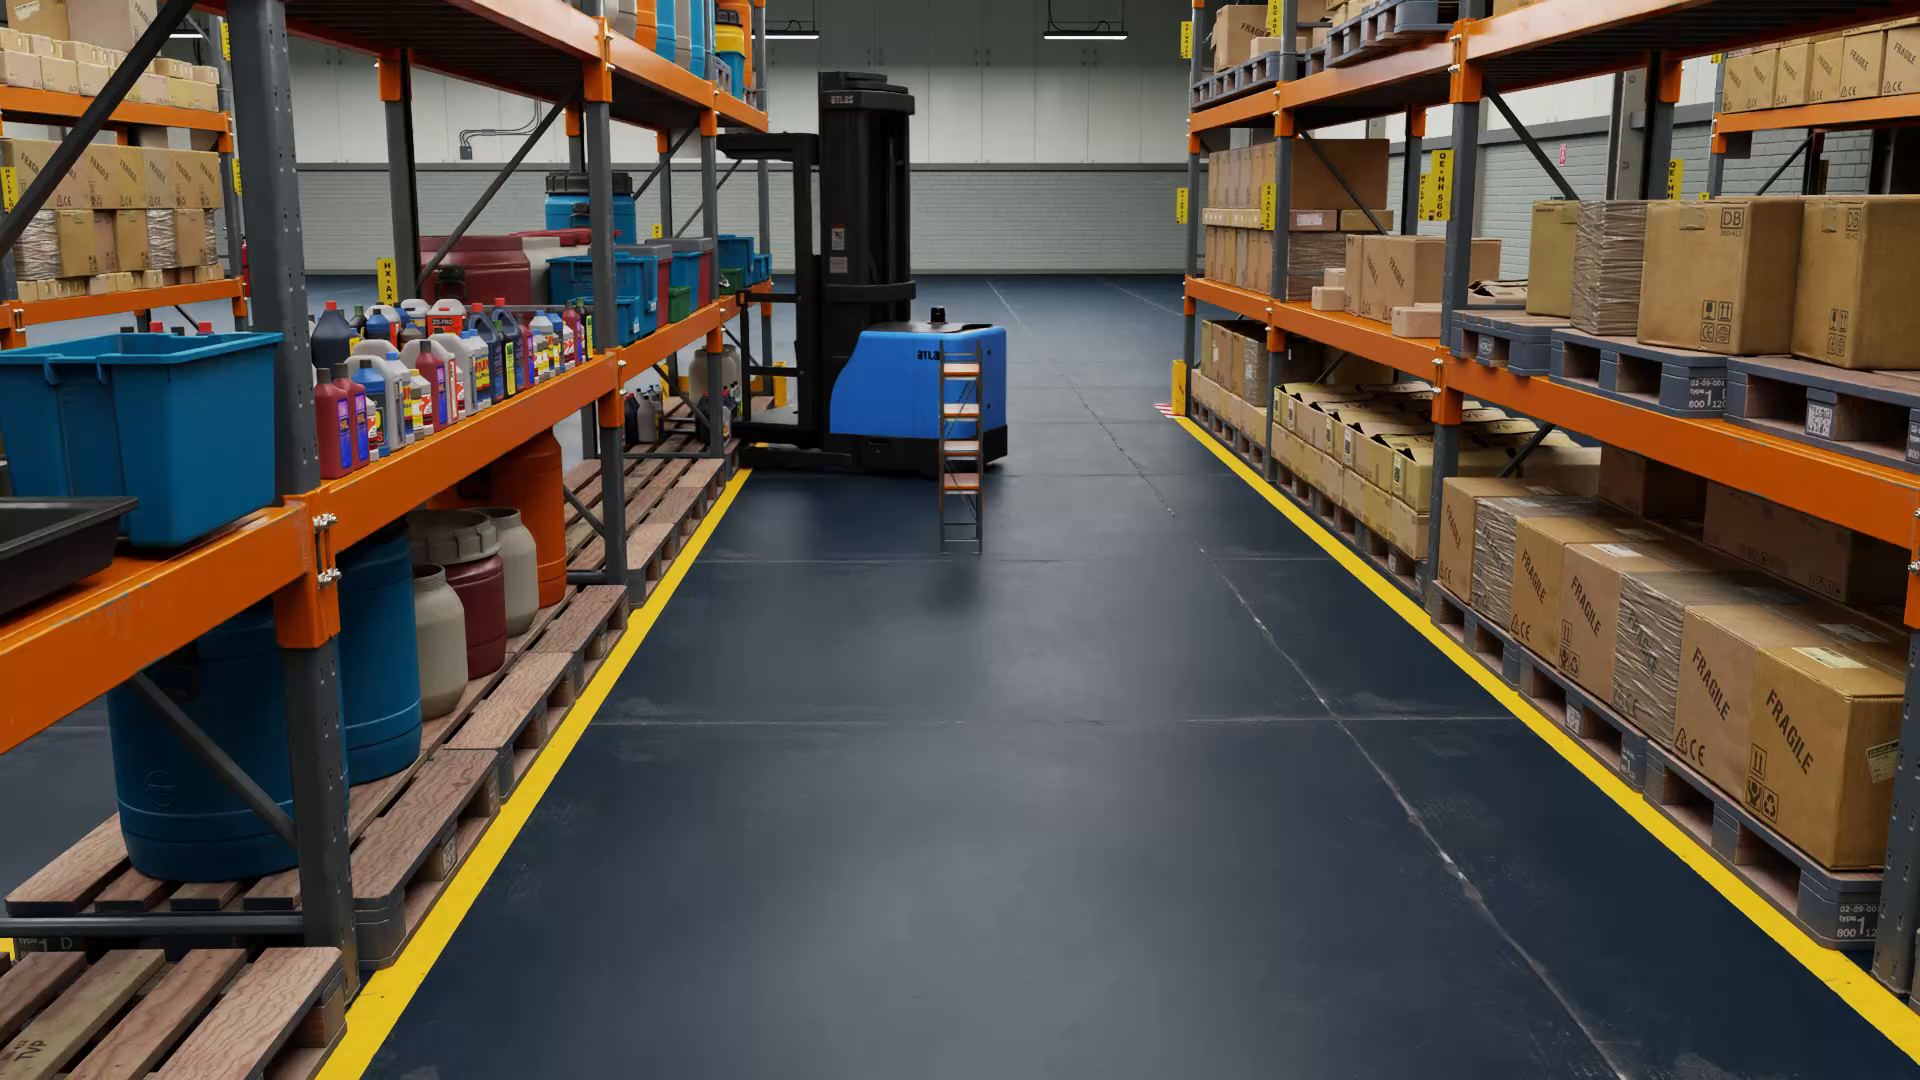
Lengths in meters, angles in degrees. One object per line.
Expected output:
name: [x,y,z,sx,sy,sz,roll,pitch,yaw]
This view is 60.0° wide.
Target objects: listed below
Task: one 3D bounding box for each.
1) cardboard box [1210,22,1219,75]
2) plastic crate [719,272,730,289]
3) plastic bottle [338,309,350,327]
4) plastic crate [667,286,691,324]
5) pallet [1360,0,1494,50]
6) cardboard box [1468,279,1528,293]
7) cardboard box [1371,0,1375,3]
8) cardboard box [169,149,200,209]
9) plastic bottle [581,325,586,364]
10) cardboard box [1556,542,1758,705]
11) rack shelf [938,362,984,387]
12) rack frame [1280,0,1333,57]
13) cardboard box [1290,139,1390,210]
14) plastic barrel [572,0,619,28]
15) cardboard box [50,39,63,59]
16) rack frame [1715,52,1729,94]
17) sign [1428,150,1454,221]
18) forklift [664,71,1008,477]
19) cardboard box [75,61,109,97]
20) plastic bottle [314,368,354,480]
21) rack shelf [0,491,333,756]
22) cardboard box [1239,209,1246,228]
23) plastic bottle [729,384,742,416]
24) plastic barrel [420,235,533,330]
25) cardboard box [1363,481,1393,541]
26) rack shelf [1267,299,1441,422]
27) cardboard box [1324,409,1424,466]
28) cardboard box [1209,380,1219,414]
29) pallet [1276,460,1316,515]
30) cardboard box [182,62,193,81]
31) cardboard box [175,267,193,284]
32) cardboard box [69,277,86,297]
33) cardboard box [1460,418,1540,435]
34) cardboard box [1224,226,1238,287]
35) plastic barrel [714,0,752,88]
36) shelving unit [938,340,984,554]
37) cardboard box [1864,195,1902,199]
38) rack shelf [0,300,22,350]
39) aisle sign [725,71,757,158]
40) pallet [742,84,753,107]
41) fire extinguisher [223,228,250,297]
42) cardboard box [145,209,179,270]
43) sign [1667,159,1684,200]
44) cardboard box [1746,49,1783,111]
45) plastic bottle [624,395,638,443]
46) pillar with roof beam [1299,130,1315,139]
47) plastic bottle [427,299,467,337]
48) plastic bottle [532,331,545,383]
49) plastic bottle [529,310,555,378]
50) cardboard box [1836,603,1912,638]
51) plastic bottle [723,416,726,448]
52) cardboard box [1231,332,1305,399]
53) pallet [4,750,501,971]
cardboard box: [2.661,-4.375,14.868,0.797,0.503,0.637,1,11,3]
plastic crate: [-2.100,-1.954,12.301,0.767,0.338,0.504,0,11,-1]
plastic bottle: [-2.476,-0.775,6.630,0.061,0.283,0.133,0,11,-1]
plastic crate: [-1.898,-1.431,10.100,0.450,0.188,0.662,0,11,-1]
pallet: [2.716,-2.616,8.341,1.213,0.211,1.003,0,11,1]
cardboard box: [2.994,-1.239,8.846,0.500,0.311,0.500,0,11,-2]
cardboard box: [2.715,-3.121,9.676,0.500,0.250,0.500,-1,12,-6]
cardboard box: [-6.976,-3.131,14.436,0.500,0.500,0.500,0,11,-1]
plastic bottle: [-1.714,-0.885,7.379,0.097,0.201,0.097,0,11,0]
cardboard box: [2.580,0.305,6.194,0.500,0.500,0.500,-1,11,-3]
rack shelf: [0.003,-0.940,9.699,0.258,0.148,0.480,0,11,-1]
rack frame: [2.736,-4.839,11.280,1.000,3.000,0.127,0,11,-1]
cardboard box: [2.721,-2.672,12.172,0.700,0.500,0.500,0,11,-1]
plastic barrel: [-1.833,-2.672,7.861,0.421,0.512,0.421,0,11,0]
cardboard box: [-6.973,-3.672,12.447,0.380,0.149,0.250,0,11,1]
rack frame: [7.606,-5.656,15.303,1.000,3.000,0.127,0,11,-1]
sign: [2.264,-1.669,7.827,0.100,0.325,0.005,0,11,-1]
forklift: [-1.194,-2.063,12.857,3.031,2.935,1.130,5,12,22]
cardboard box: [-6.937,-3.550,12.847,0.500,0.250,0.500,-1,11,-3]
plastic bottle: [-1.632,-0.307,4.321,0.061,0.283,0.133,0,11,-1]
rack shelf: [-2.009,0.461,2.053,1.077,0.370,4.000,0,11,-1]
cardboard box: [2.483,-2.624,13.568,0.380,0.149,0.250,0,11,1]
plastic bottle: [-1.831,-1.081,13.400,0.144,0.351,0.185,0,11,-2]
plastic barrel: [-2.446,-1.242,8.295,0.600,0.536,0.708,0,11,-1]
cardboard box: [2.550,-0.168,9.204,0.500,0.250,0.500,0,11,-2]
rack shelf: [2.778,-1.149,9.988,1.077,0.370,4.000,0,11,-1]
cardboard box: [2.529,-0.644,10.136,0.500,0.311,0.500,0,11,0]
cardboard box: [2.466,-1.246,14.517,0.500,0.250,0.500,0,11,-1]
pallet: [2.791,-0.386,11.432,1.003,0.211,1.213,0,11,-1]
cardboard box: [-6.929,-4.086,14.487,0.380,0.149,0.250,-1,11,-4]
cardboard box: [-6.987,-2.327,14.614,0.380,0.149,0.250,0,11,-1]
cardboard box: [-6.911,-1.929,12.655,0.380,0.149,0.250,0,11,-1]
cardboard box: [3.074,-0.548,9.666,0.500,0.311,0.500,-1,11,-3]
cardboard box: [2.671,-2.447,14.327,0.700,0.500,0.500,0,11,-1]
plastic barrel: [-2.162,-4.465,14.843,0.600,0.830,0.708,0,11,-1]
shelving unit: [0.003,-0.555,9.778,0.258,1.200,0.503,0,11,-1]
cardboard box: [7.354,-2.416,12.864,0.500,0.500,0.500,0,11,-1]
rack shelf: [-7.127,-1.109,9.791,1.077,0.370,4.000,0,11,-1]
aisle sign: [-2.003,-3.964,15.517,0.394,0.787,0.004,0,11,-1]
pallet: [-2.379,-3.887,14.607,1.003,0.211,1.213,0,11,-1]
fire extinguisher: [-6.792,-2.641,15.728,0.296,0.674,0.183,0,11,-1]
cardboard box: [-7.169,-2.541,14.041,0.875,0.500,0.500,0,11,-1]
sign: [3.361,-1.637,7.870,0.100,0.325,0.005,0,11,-1]
cardboard box: [7.339,-4.070,14.730,0.500,0.500,0.500,1,11,3]
plastic bottle: [-2.517,-0.924,12.624,0.144,0.351,0.185,-1,11,-3]
pillar with roof beam: [3.686,-10.273,38.063,9.100,9.000,0.548,0,11,-1]
plastic bottle: [-2.296,-0.937,7.445,0.152,0.276,0.135,0,11,-1]
plastic bottle: [-1.698,-0.723,6.580,0.097,0.201,0.097,0,11,0]
plastic bottle: [-1.702,-0.796,6.764,0.097,0.271,0.097,0,11,0]
cardboard box: [3.113,0.497,5.244,0.500,0.500,0.500,0,11,0]
plastic bottle: [-1.784,-0.823,12.328,0.097,0.271,0.097,0,11,0]
cardboard box: [2.495,-1.415,13.463,0.500,0.500,0.500,0,11,-1]
pallet: [-2.025,0.924,4.975,1.003,0.211,1.213,0,11,-1]
